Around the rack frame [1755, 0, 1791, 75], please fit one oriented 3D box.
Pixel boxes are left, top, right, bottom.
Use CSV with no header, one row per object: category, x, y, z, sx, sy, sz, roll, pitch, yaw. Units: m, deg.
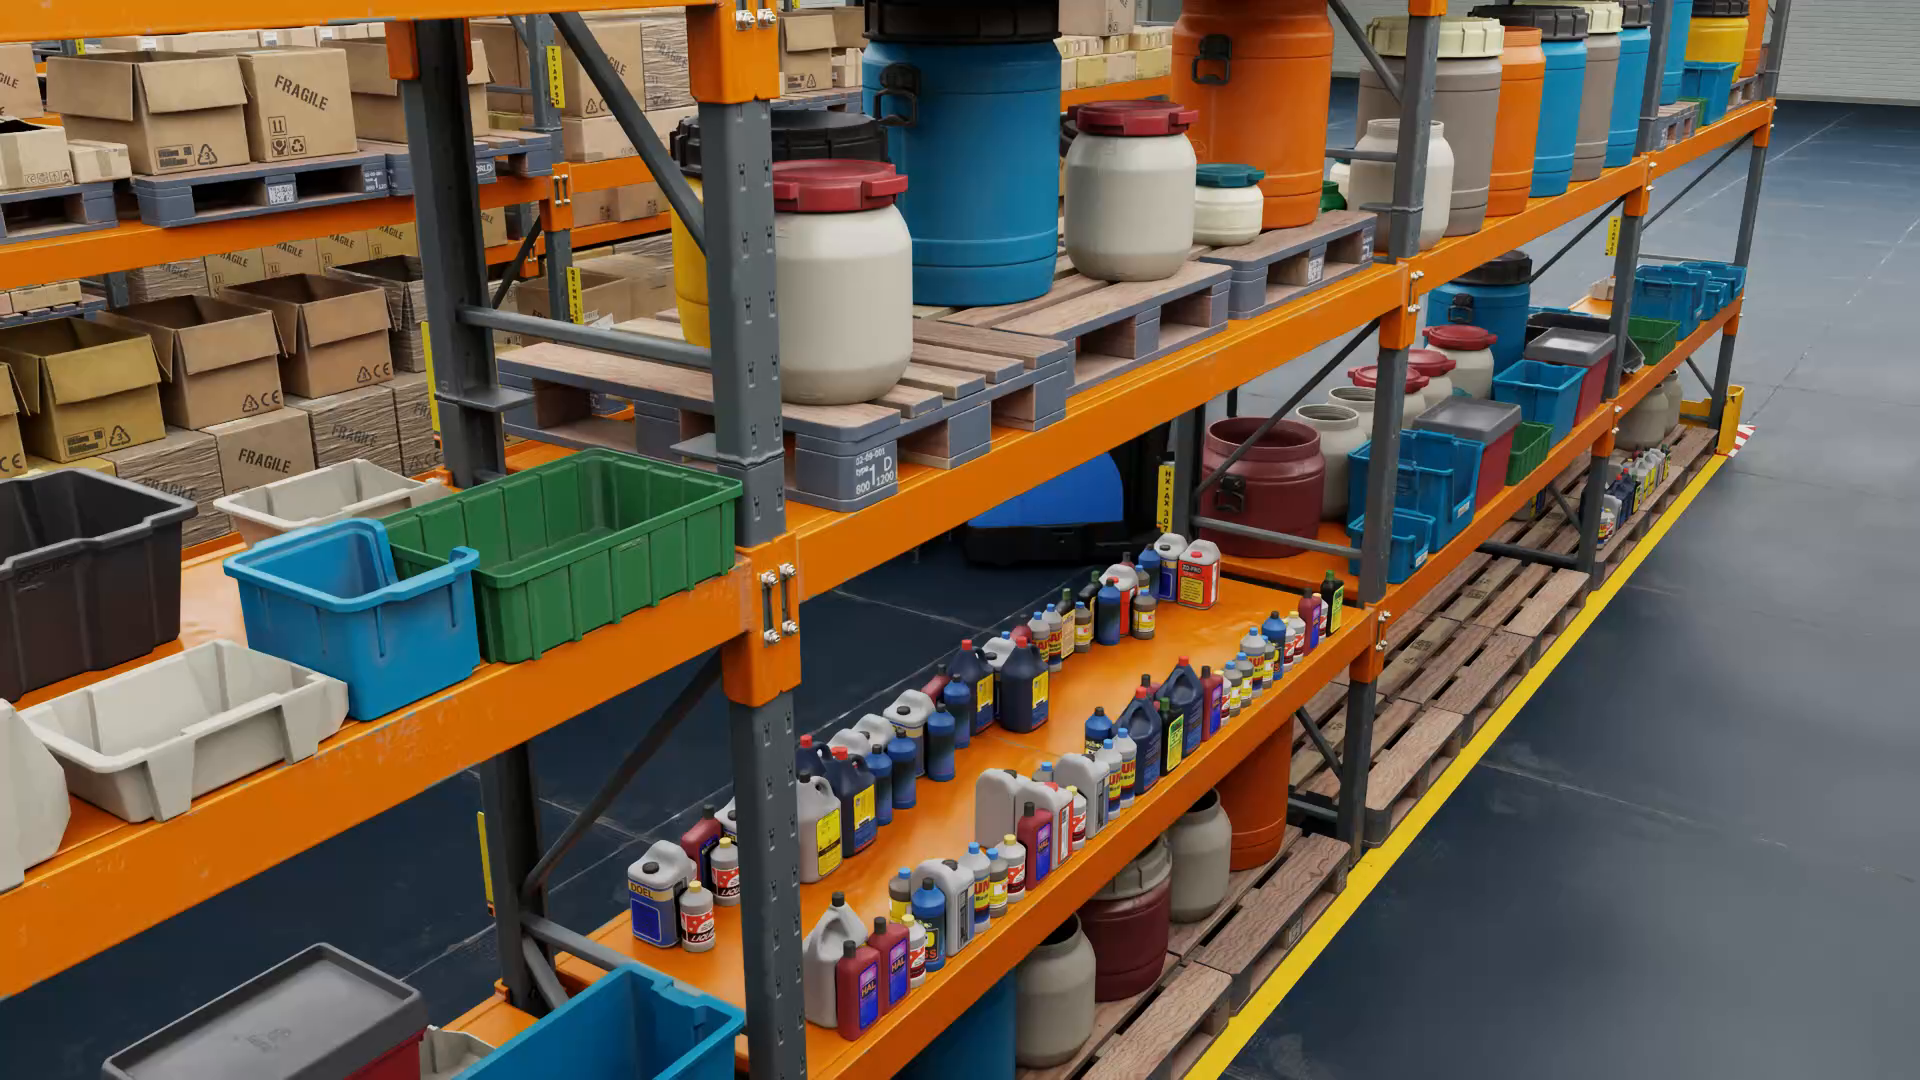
rack frame,5.918,-5.112,12.613,1.000,3.000,0.127,13,24,32

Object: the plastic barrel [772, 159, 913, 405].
plastic barrel,-0.325,-0.625,4.005,0.433,0.535,0.433,0,20,0

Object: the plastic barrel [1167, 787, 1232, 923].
plastic barrel,0.916,1.290,6.934,0.421,0.512,0.421,0,20,0

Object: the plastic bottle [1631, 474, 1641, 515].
plastic bottle,4.700,-0.327,11.606,0.061,0.283,0.133,15,25,34

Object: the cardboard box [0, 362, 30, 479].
cardboard box,-4.572,-0.523,7.266,0.797,0.503,0.637,13,24,30

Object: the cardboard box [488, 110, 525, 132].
cardboard box,-2.611,-2.489,10.064,0.500,0.250,0.500,13,24,32

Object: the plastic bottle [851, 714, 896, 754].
plastic bottle,-0.309,0.739,5.623,0.152,0.276,0.135,13,24,32

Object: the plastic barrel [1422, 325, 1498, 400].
plastic barrel,2.950,-0.982,9.901,0.433,0.535,0.433,0,20,0

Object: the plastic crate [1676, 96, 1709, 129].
plastic crate,4.781,-2.858,11.148,0.336,0.188,0.450,13,24,32

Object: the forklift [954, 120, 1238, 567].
forklift,1.477,-1.409,11.349,3.031,2.935,1.130,-3,20,-7

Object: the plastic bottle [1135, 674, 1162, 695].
plastic bottle,0.681,0.604,5.976,0.061,0.283,0.133,13,24,32

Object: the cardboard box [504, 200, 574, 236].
cardboard box,-4.275,-3.291,16.123,0.875,0.550,0.550,13,24,32

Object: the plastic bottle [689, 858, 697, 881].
plastic bottle,-0.831,1.023,4.961,0.097,0.201,0.097,0,20,0

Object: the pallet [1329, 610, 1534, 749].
pallet,2.575,0.742,9.455,1.003,0.211,1.213,13,24,32

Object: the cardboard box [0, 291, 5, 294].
cardboard box,-6.916,-1.800,11.636,0.380,0.149,0.250,14,24,33

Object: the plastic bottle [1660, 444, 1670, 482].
plastic bottle,5.197,-0.581,12.293,0.061,0.283,0.133,14,24,33

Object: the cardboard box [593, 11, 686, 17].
cardboard box,-2.044,-3.131,10.717,0.500,0.500,0.500,14,24,33

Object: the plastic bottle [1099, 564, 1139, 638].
plastic bottle,0.650,0.249,6.946,0.152,0.276,0.135,13,24,32

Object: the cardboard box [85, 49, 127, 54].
cardboard box,-6.401,-3.563,12.361,0.380,0.149,0.250,12,24,30

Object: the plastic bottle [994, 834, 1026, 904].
plastic bottle,0.150,0.991,5.049,0.097,0.201,0.097,0,20,0

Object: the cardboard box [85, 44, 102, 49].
cardboard box,-6.566,-3.721,12.764,0.380,0.166,0.250,13,24,32

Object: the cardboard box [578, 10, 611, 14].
cardboard box,-3.683,-5.063,15.844,0.500,0.250,0.500,13,24,31

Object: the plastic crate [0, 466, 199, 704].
plastic crate,-1.753,0.102,3.029,0.497,0.269,0.590,13,24,32

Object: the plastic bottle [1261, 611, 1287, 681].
plastic bottle,1.227,0.408,6.523,0.097,0.271,0.097,0,20,0

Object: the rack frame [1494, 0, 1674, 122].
rack frame,3.669,-3.964,9.511,1.000,3.000,0.127,13,24,32

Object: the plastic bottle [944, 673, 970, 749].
plastic bottle,-0.011,0.609,5.979,0.097,0.271,0.097,0,20,0

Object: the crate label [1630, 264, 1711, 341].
crate label,5.107,-1.734,12.078,0.502,0.435,0.616,13,24,32

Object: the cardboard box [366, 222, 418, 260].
cardboard box,-5.113,-2.668,14.509,0.500,0.500,0.500,14,24,32

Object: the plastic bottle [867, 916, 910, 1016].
plastic bottle,-0.194,1.139,4.529,0.061,0.283,0.133,13,24,32

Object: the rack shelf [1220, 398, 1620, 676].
rack shelf,2.545,-0.239,9.125,1.077,0.370,4.000,13,24,32

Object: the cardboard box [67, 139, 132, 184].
cardboard box,-3.963,-1.705,7.484,0.380,0.149,0.250,12,24,30

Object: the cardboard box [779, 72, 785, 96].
cardboard box,-1.398,-3.053,11.103,0.380,0.166,0.250,12,24,30

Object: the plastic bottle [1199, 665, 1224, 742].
plastic bottle,0.904,0.579,6.044,0.061,0.283,0.133,13,24,32

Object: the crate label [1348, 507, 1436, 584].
crate label,1.968,0.028,7.607,0.303,0.233,0.416,13,24,32

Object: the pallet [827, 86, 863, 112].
pallet,-0.862,-3.279,12.252,1.213,0.211,1.003,13,24,32

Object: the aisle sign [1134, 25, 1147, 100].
aisle sign,1.608,-4.560,16.021,0.394,0.787,0.004,13,24,32

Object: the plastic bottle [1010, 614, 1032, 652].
plastic bottle,0.223,0.436,6.432,0.061,0.283,0.133,13,24,32

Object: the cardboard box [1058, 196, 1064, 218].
cardboard box,0.385,-2.720,14.221,0.875,0.500,0.500,13,24,32

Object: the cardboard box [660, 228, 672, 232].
cardboard box,-3.043,-3.001,18.010,0.875,0.875,0.875,13,24,31

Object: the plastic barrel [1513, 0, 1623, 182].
plastic barrel,3.195,-2.417,8.928,0.600,0.901,0.600,0,20,0

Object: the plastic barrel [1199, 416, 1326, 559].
plastic barrel,1.431,-0.259,7.945,0.600,0.536,0.708,13,24,32

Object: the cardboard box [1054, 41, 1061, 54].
cardboard box,0.598,-3.975,13.504,0.380,0.149,0.250,13,24,31

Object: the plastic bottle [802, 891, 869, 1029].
plastic bottle,-0.339,1.119,4.488,0.144,0.351,0.185,13,24,32

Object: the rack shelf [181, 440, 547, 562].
rack shelf,-3.800,-0.057,8.634,1.077,0.370,4.000,13,24,32

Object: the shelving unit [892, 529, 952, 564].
shelving unit,-0.278,-0.495,11.374,0.258,1.200,0.503,10,23,25

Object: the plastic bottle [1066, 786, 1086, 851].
plastic bottle,0.356,0.886,5.333,0.097,0.201,0.097,0,20,0

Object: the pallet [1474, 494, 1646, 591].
pallet,4.081,-0.027,11.534,1.003,0.211,1.213,13,24,32

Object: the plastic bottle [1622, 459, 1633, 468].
plastic bottle,4.892,-0.492,12.170,0.097,0.201,0.097,0,20,0

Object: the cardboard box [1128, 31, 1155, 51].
cardboard box,1.496,-4.419,14.705,0.380,0.149,0.250,13,24,32

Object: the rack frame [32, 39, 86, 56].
rack frame,-6.721,-4.779,11.713,1.000,3.000,0.127,13,24,32

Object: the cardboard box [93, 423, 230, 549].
cardboard box,-3.895,-0.239,7.944,0.500,0.500,0.500,13,24,31

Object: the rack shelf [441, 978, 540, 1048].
rack shelf,-1.952,2.056,2.920,1.077,0.370,4.000,13,24,32

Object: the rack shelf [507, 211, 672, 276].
rack shelf,-3.348,-3.349,17.532,1.077,0.370,4.000,13,24,32

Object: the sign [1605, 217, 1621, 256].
sign,5.465,-2.537,13.900,0.100,0.325,0.005,13,24,32

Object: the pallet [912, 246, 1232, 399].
pallet,0.167,-0.743,5.399,1.003,0.211,1.213,13,24,32

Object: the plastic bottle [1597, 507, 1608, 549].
plastic bottle,4.211,-0.083,10.965,0.097,0.271,0.097,0,20,0
